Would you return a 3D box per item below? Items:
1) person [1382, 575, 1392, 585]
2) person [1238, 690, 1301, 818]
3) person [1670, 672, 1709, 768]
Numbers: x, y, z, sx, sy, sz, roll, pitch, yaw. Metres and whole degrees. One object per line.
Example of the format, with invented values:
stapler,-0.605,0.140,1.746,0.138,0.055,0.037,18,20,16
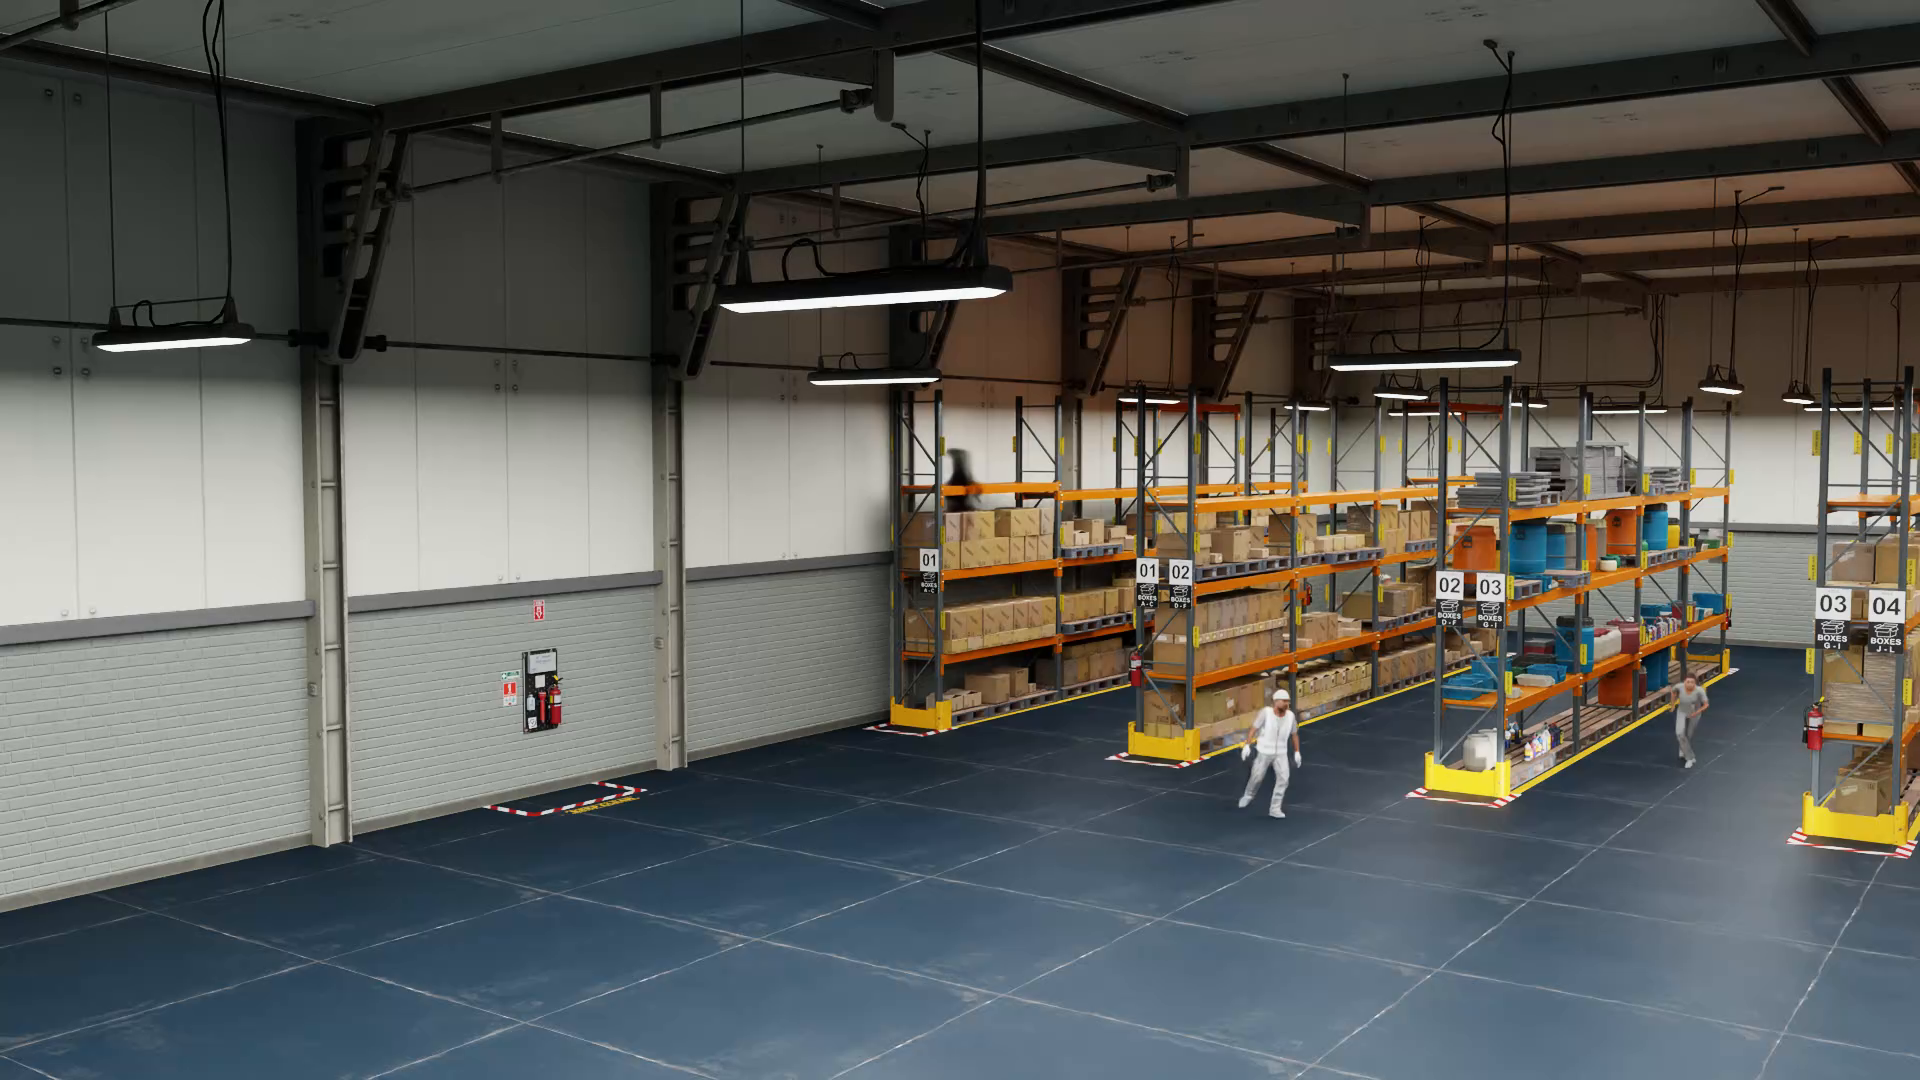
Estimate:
person,10.778,1.753,42.471,0.731,1.742,0.564,-3,4,-44
person,4.175,2.867,22.591,0.776,1.728,0.775,-1,3,-14
person,11.506,2.788,26.231,0.559,1.512,1.032,1,4,25
